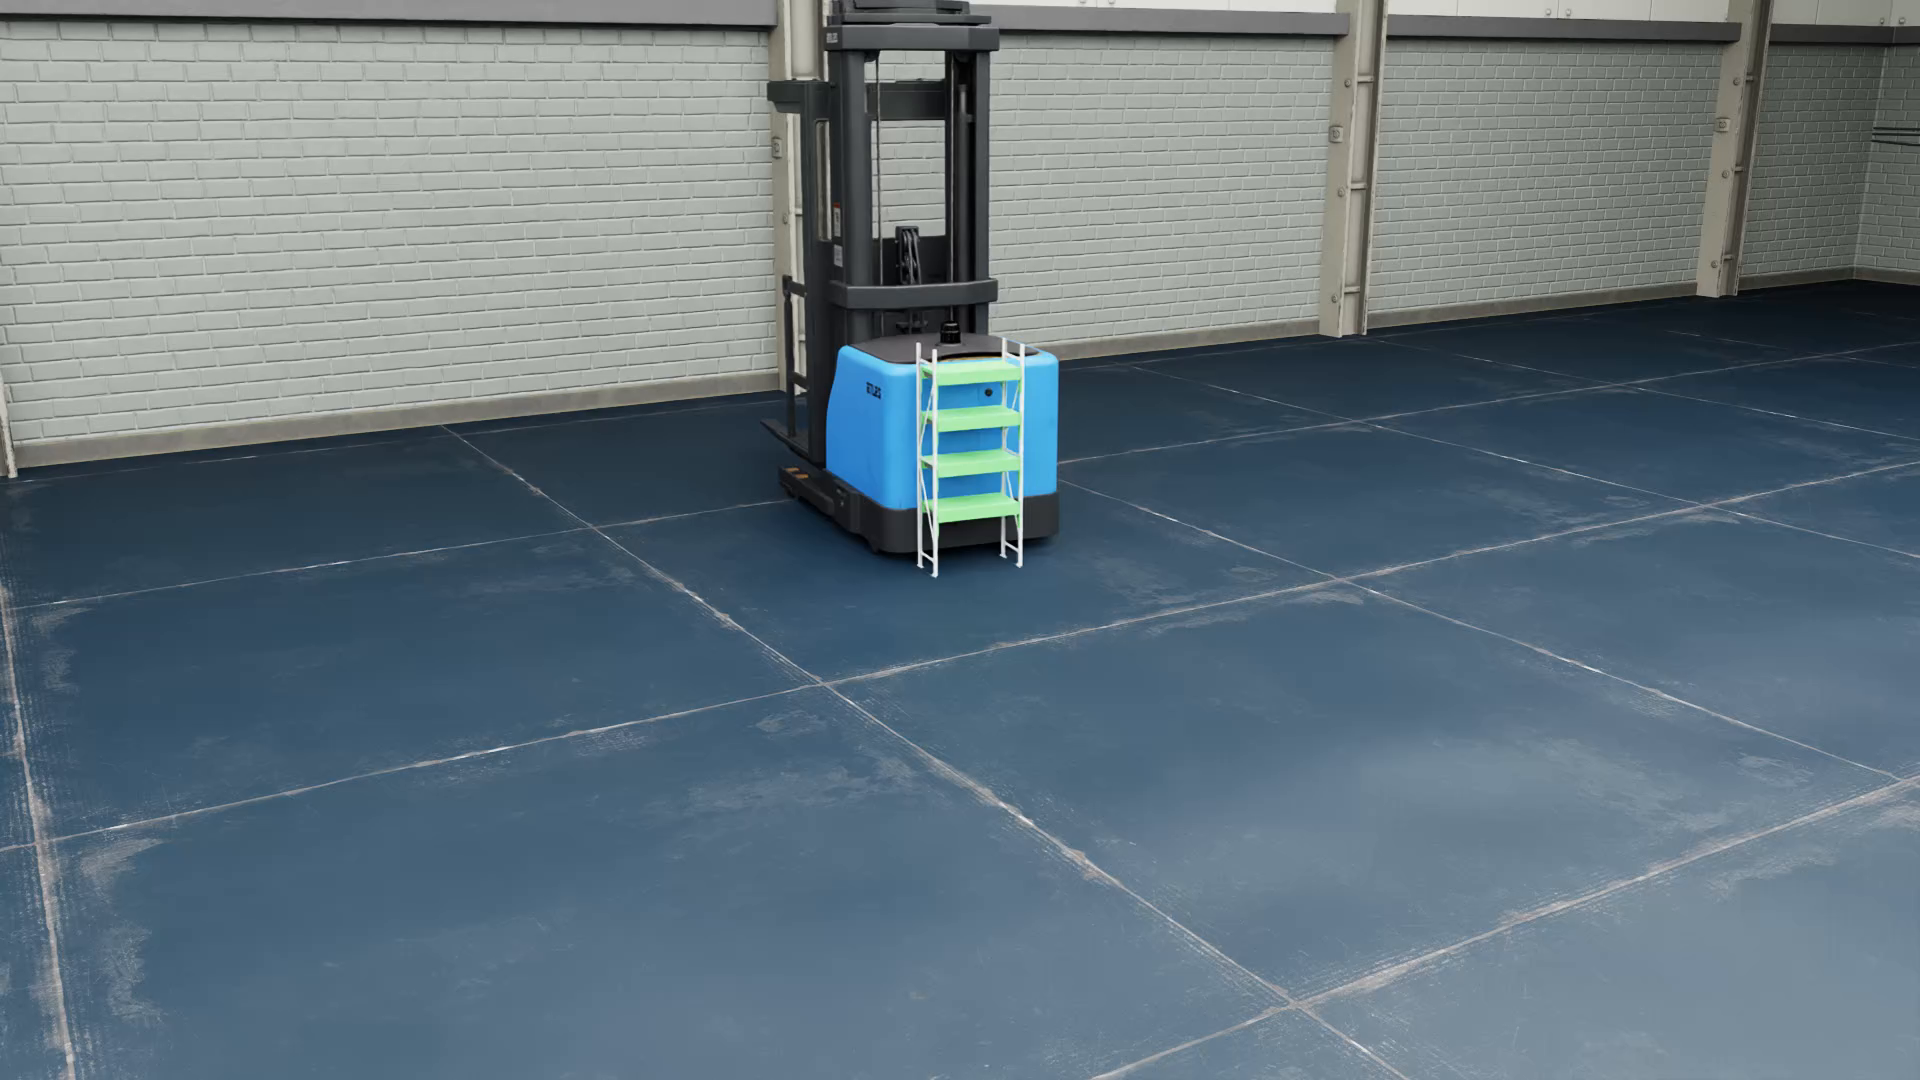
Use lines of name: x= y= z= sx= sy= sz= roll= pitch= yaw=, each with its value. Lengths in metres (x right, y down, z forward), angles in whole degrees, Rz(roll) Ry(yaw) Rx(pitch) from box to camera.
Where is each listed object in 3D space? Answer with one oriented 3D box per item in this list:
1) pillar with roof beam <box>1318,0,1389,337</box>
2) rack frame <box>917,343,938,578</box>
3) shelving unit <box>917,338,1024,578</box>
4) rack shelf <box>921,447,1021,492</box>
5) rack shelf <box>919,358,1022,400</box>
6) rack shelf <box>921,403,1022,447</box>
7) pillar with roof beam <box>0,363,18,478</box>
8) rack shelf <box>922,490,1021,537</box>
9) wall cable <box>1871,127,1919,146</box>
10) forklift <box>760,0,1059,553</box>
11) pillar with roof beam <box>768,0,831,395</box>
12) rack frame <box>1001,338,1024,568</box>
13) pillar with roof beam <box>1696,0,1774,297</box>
pillar with roof beam: x=6.088 y=-5.427 z=12.097 sx=0.400 sy=9.000 sz=9.100 roll=-9 pitch=18 yaw=-30
rack frame: x=-0.171 y=-0.409 z=8.646 sx=0.015 sy=1.200 sz=0.240 roll=-7 pitch=17 yaw=-22
shelving unit: x=0.053 y=-0.435 z=8.738 sx=0.503 sy=1.200 sz=0.258 roll=-7 pitch=17 yaw=-22
rack shelf: x=0.053 y=-0.373 z=8.756 sx=0.480 sy=0.148 sz=0.258 roll=-7 pitch=17 yaw=-22
rack shelf: x=0.053 y=-0.836 z=8.626 sx=0.480 sy=0.148 sz=0.258 roll=-7 pitch=17 yaw=-22
rack shelf: x=0.053 y=-0.605 z=8.691 sx=0.480 sy=0.148 sz=0.258 roll=-7 pitch=17 yaw=-22
pillar with roof beam: x=-4.198 y=-3.759 z=6.146 sx=0.400 sy=9.000 sz=9.100 roll=-9 pitch=18 yaw=-30
rack shelf: x=0.053 y=-0.142 z=8.821 sx=0.480 sy=0.148 sz=0.258 roll=-7 pitch=17 yaw=-22
wall cable: x=12.221 y=-5.865 z=19.414 sx=0.112 sy=2.526 sz=3.097 roll=-9 pitch=18 yaw=-30
forklift: x=-0.490 y=-1.694 z=10.022 sx=1.130 sy=2.935 sz=3.031 roll=-7 pitch=17 yaw=-22
pillar with roof beam: x=0.945 y=-4.593 z=9.122 sx=0.400 sy=9.000 sz=9.100 roll=-9 pitch=18 yaw=-30
rack frame: x=0.278 y=-0.461 z=8.830 sx=0.015 sy=1.200 sz=0.240 roll=-7 pitch=17 yaw=-22
pillar with roof beam: x=11.231 y=-6.261 z=15.072 sx=0.400 sy=9.000 sz=9.100 roll=-9 pitch=18 yaw=-30
